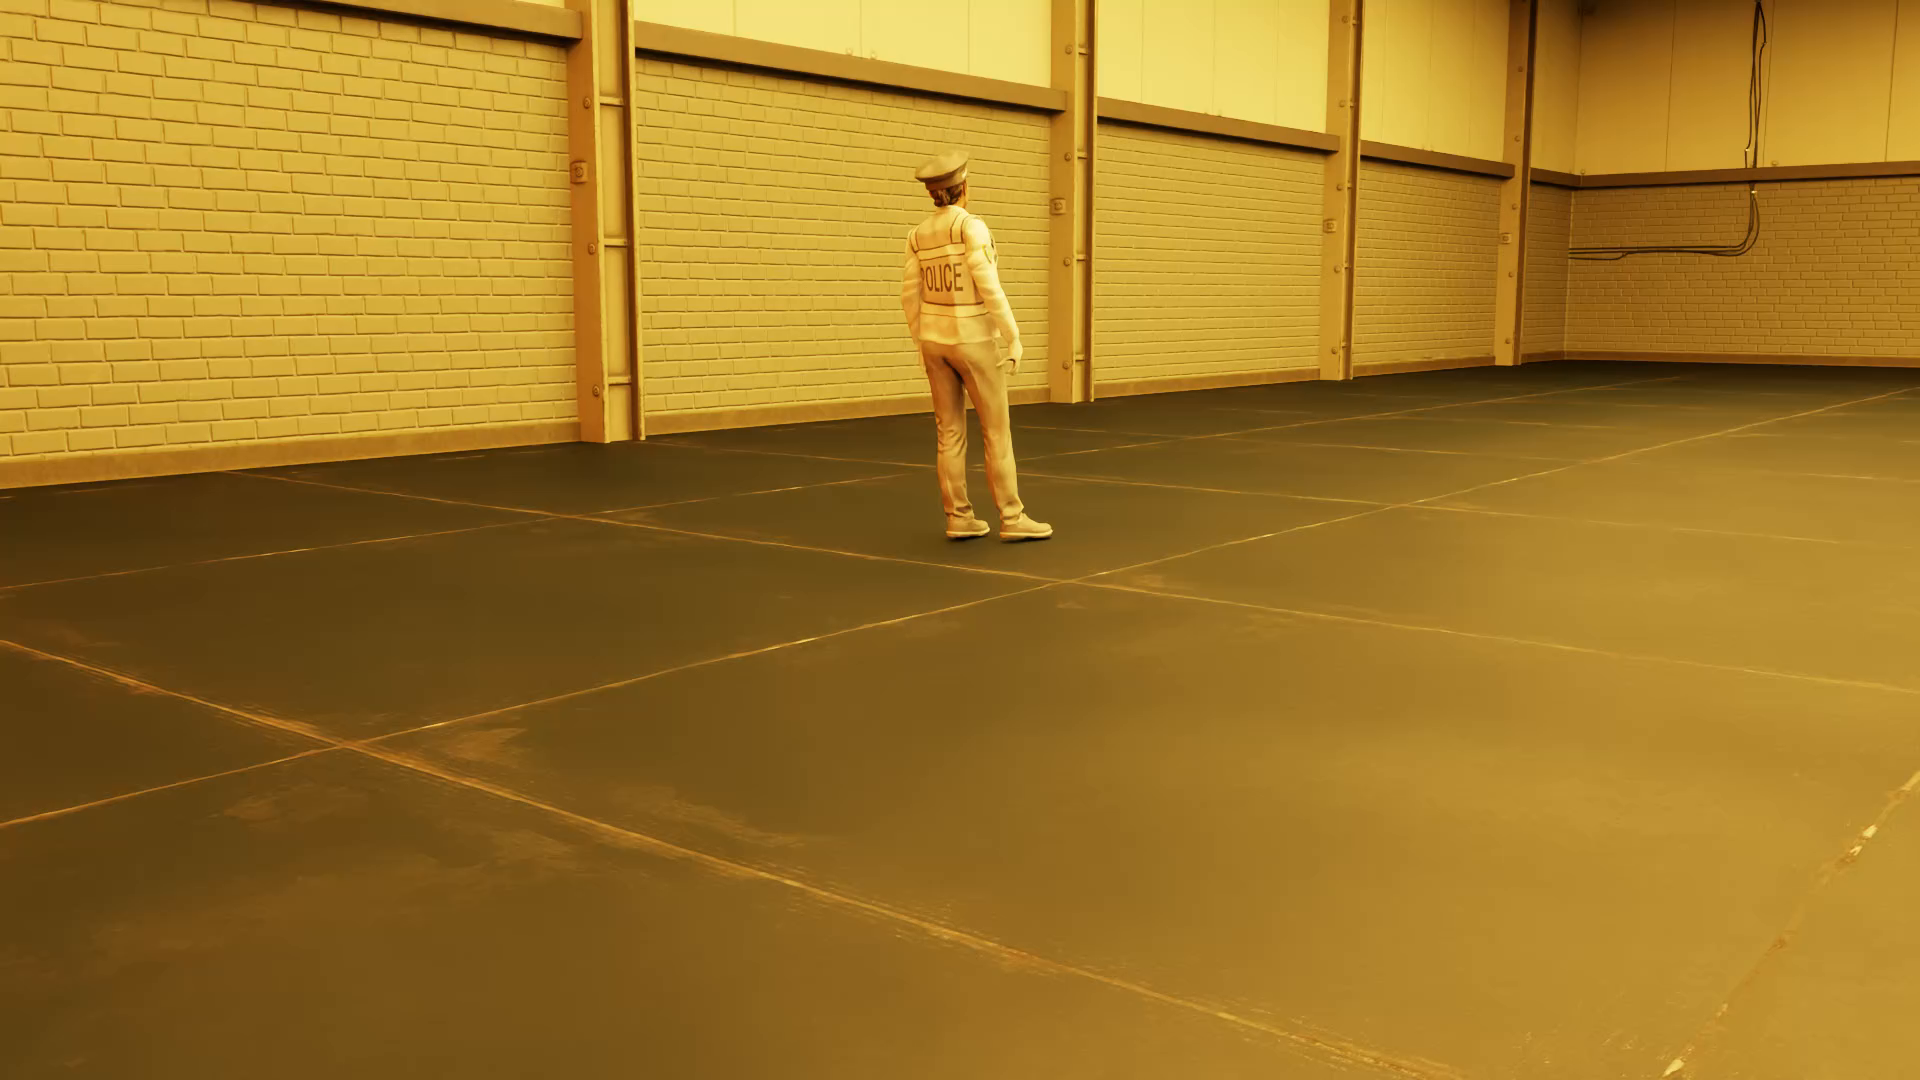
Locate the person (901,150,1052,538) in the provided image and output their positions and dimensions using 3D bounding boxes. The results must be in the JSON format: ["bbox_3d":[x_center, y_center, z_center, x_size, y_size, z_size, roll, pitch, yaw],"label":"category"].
[{"bbox_3d":[0.049,-0.853,7.330,0.586,1.694,0.530,7,11,38],"label":"person"}]
